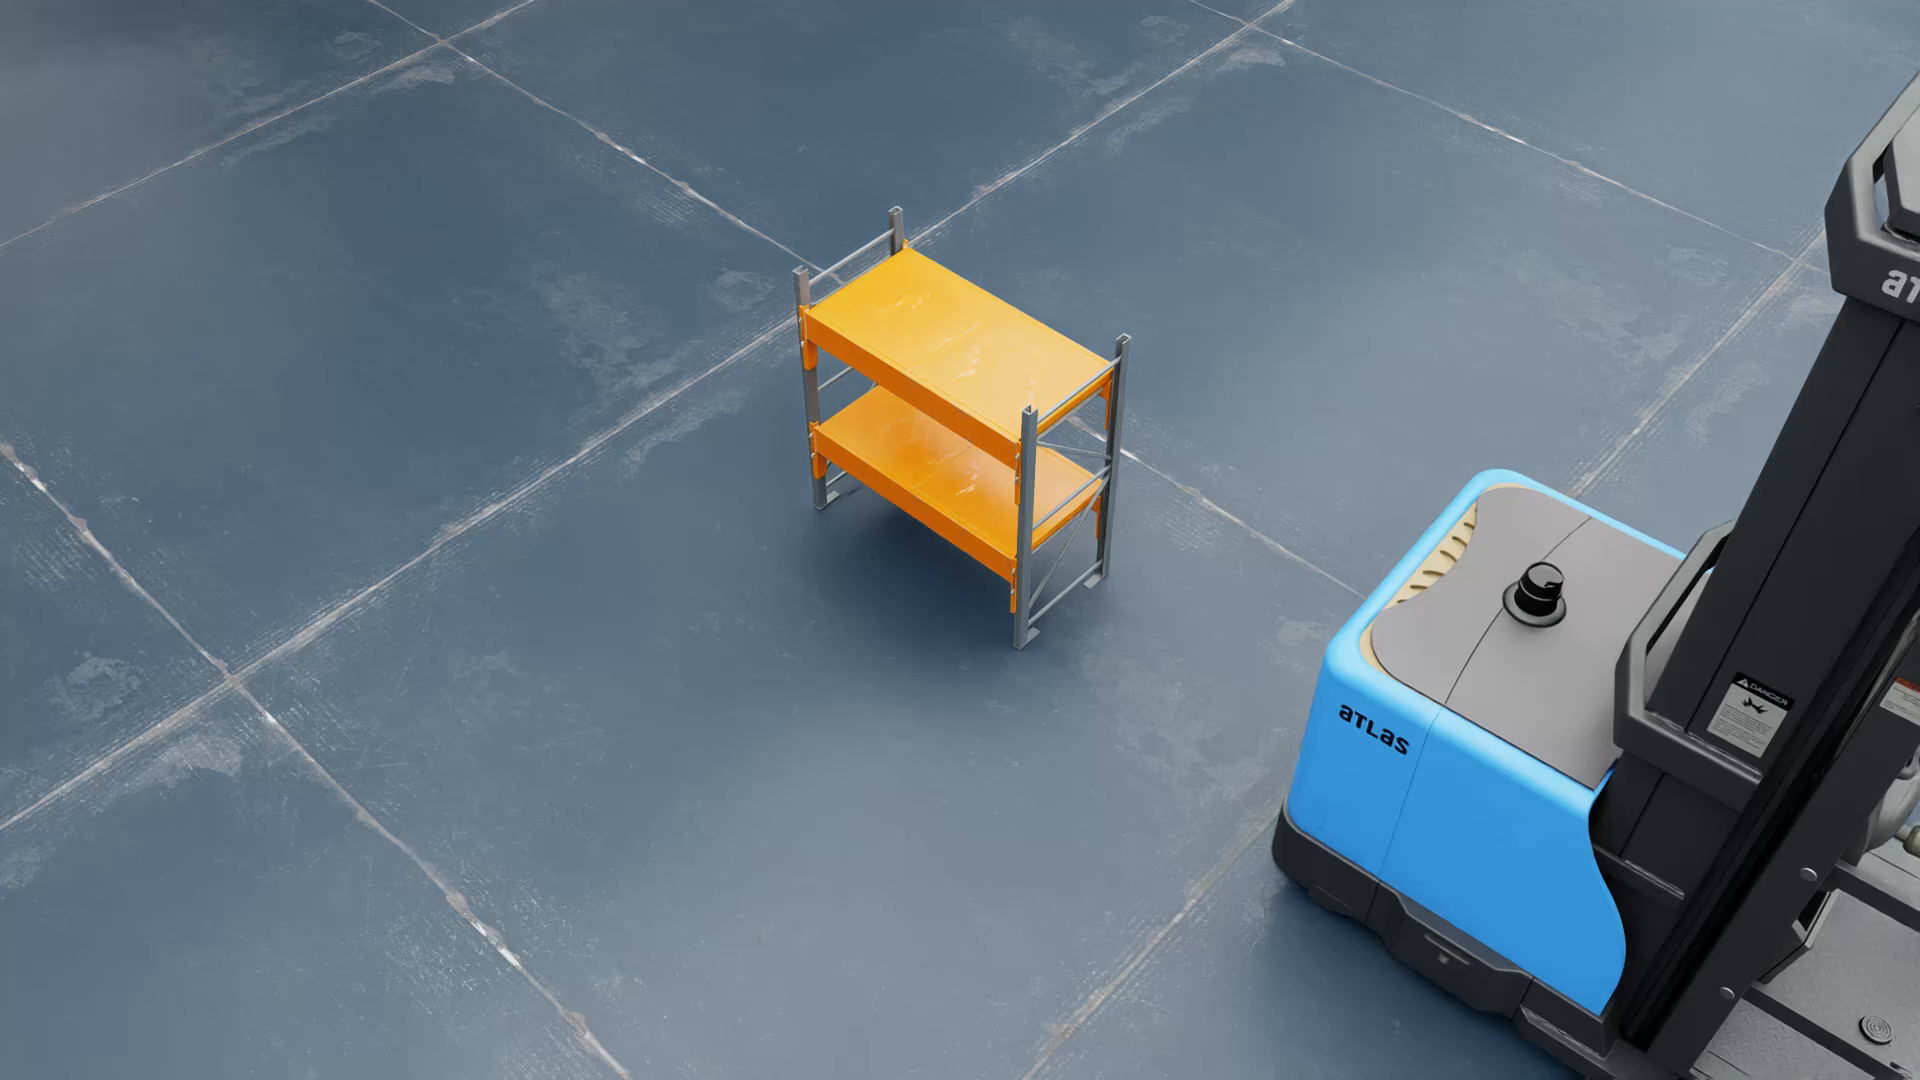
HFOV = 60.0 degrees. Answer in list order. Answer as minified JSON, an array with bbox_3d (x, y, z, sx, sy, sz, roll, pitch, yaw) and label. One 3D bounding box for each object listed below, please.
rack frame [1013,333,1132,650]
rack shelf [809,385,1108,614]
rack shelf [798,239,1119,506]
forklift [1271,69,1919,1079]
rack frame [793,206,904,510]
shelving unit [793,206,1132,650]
[{"bbox_3d":[0.369,-0.137,5.607,0.032,1.125,0.500,34,55,28],"label":"rack frame"},{"bbox_3d":[-0.005,-0.221,6.021,1.000,0.278,0.538,34,55,28],"label":"rack shelf"},{"bbox_3d":[-0.005,-0.589,5.630,1.000,0.278,0.538,34,55,28],"label":"rack shelf"},{"bbox_3d":[2.439,0.447,3.820,3.031,2.935,1.130,31,54,26],"label":"forklift"},{"bbox_3d":[-0.379,-0.640,6.079,0.032,1.125,0.500,34,55,28],"label":"rack frame"},{"bbox_3d":[-0.005,-0.388,5.843,1.048,1.125,0.538,34,55,28],"label":"shelving unit"}]
